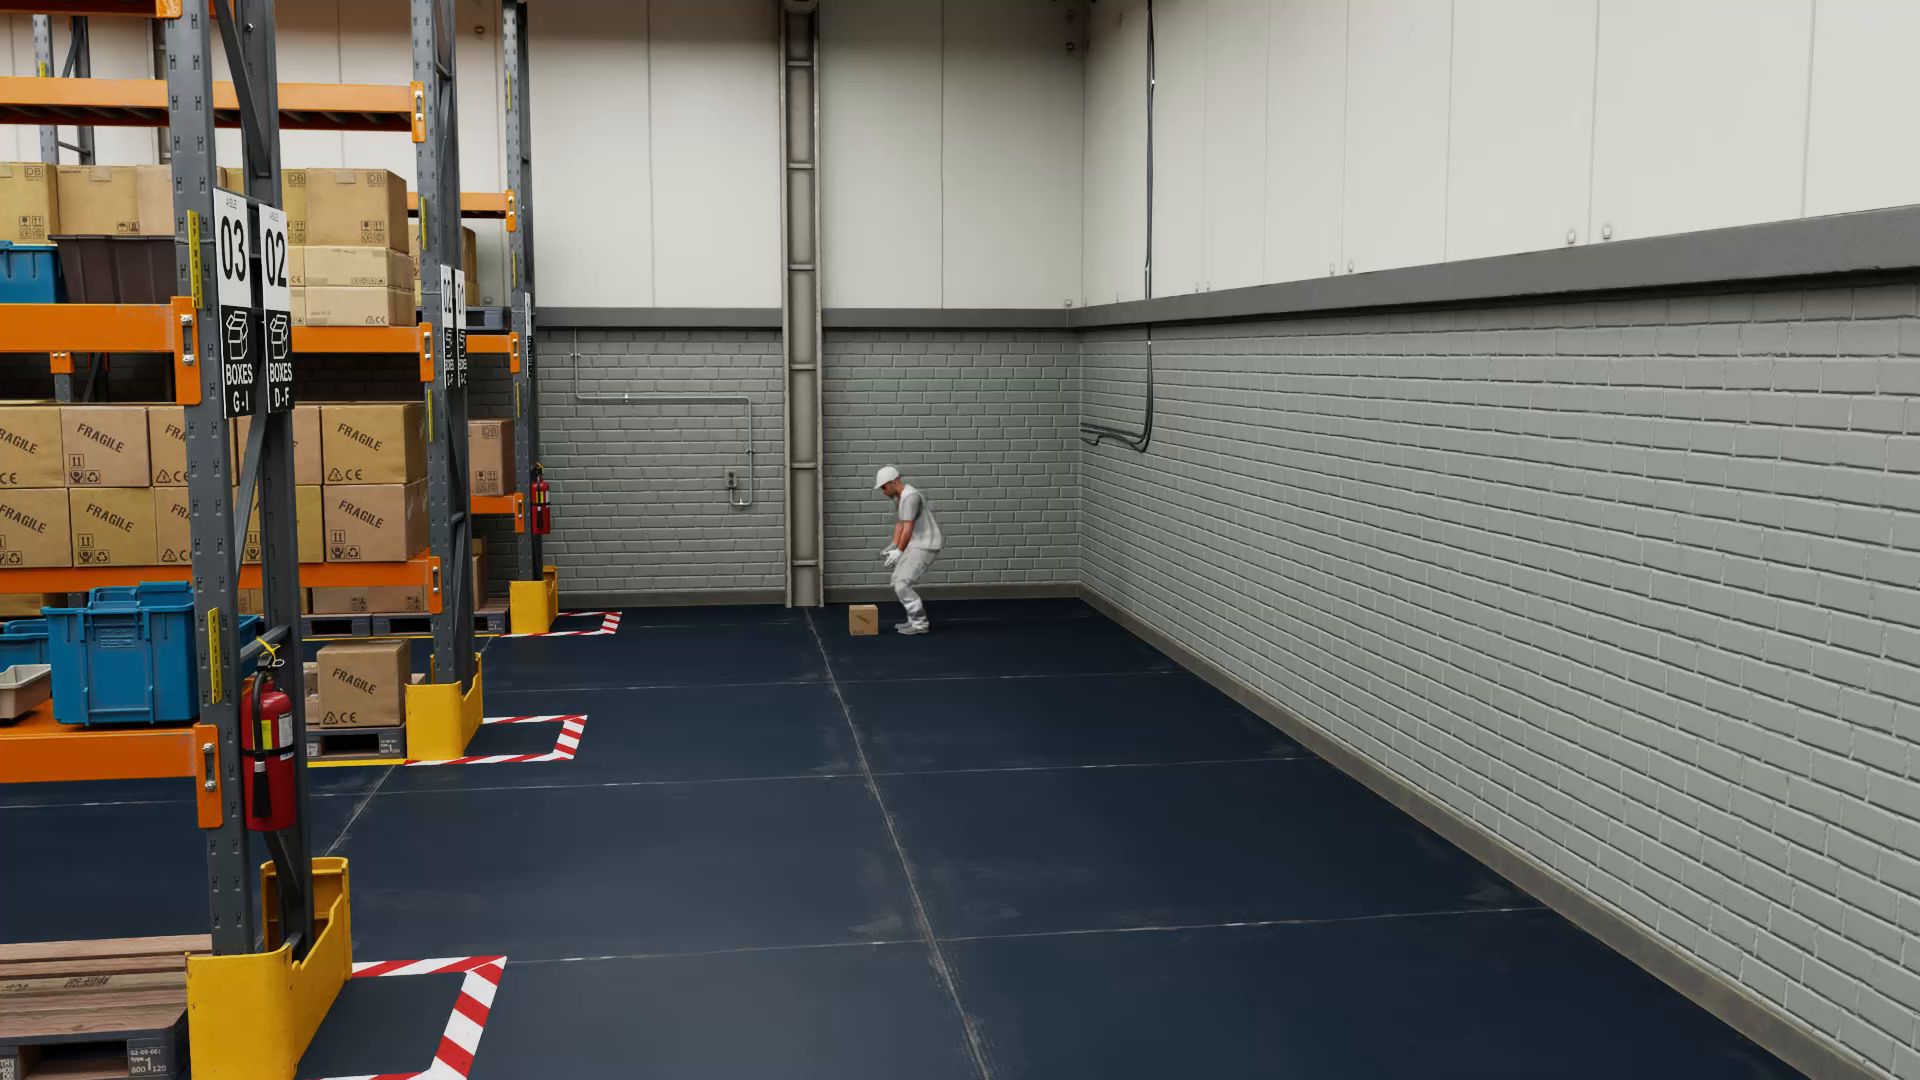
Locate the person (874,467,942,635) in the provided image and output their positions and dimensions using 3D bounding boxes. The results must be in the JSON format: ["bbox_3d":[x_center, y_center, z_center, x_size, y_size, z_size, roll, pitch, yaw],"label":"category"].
[{"bbox_3d":[-0.489,0.095,15.697,0.647,1.580,0.575,-1,6,-8],"label":"person"}]
